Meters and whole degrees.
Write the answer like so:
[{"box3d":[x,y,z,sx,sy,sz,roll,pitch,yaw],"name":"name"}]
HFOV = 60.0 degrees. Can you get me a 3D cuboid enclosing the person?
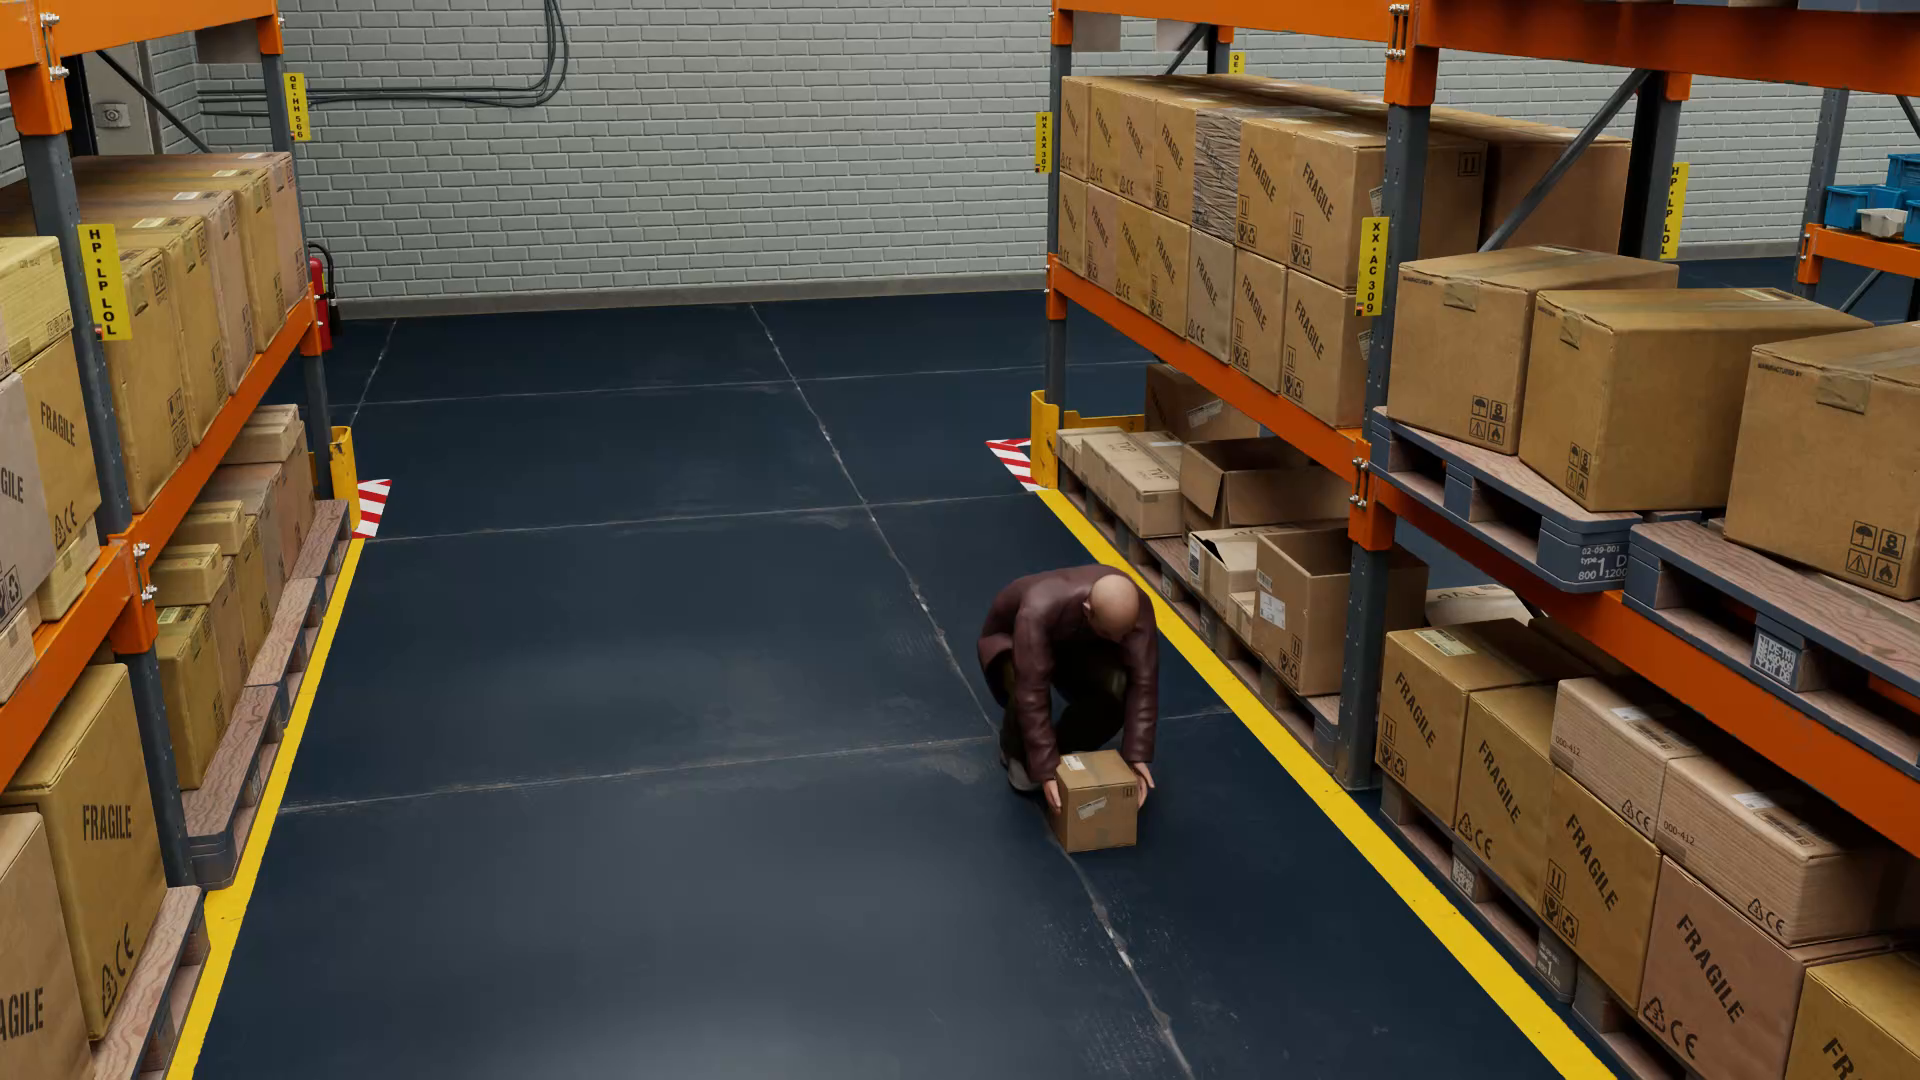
[{"box3d":[0.391,0.478,6.052,0.603,0.904,0.907,-6,20,-15],"name":"person"}]
